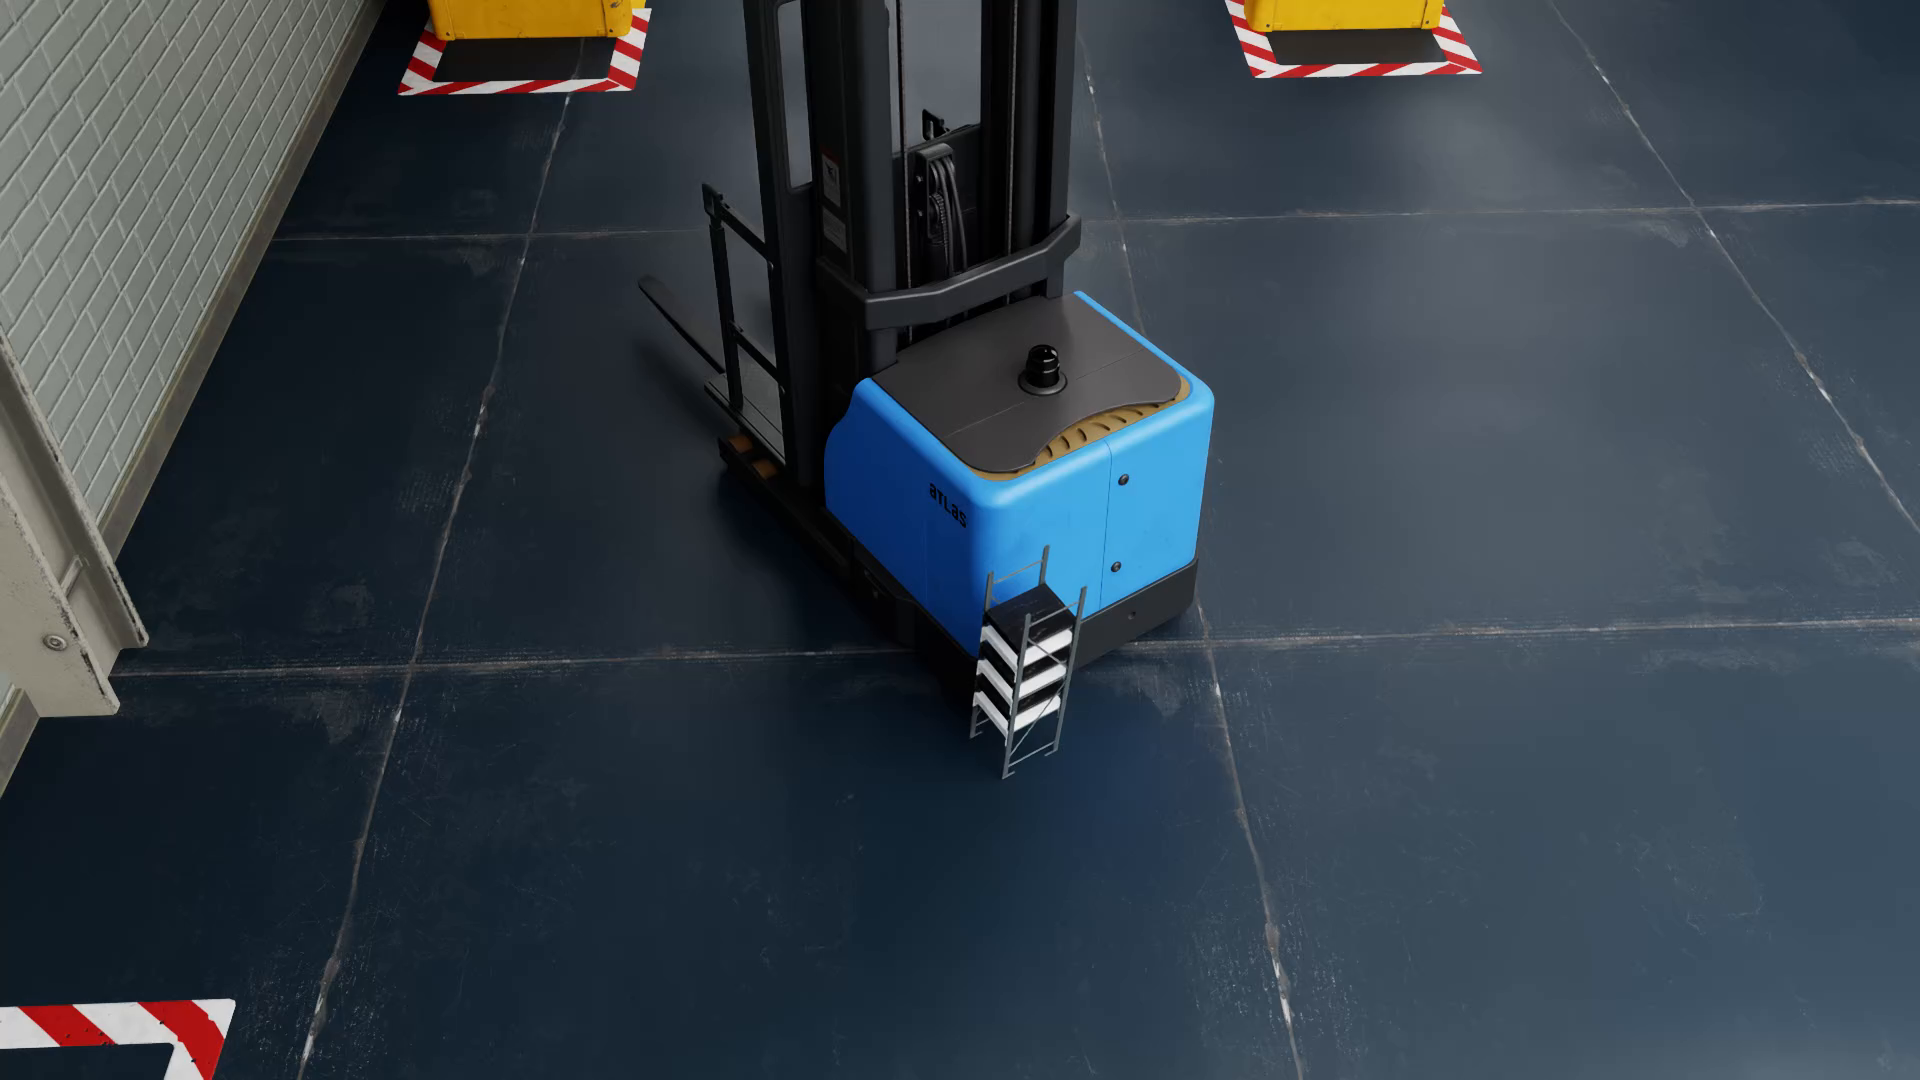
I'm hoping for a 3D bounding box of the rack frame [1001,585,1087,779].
[{"bbox_3d":[0.274,0.492,5.550,0.240,0.900,0.006,-25,54,-24],"label":"rack frame"}]

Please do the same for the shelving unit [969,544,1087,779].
[{"bbox_3d":[0.218,0.427,5.604,0.258,0.900,0.210,-25,54,-24],"label":"shelving unit"}]

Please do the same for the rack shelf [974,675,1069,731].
[{"bbox_3d":[0.210,0.510,5.696,0.258,0.077,0.200,-25,54,-24],"label":"rack shelf"}]

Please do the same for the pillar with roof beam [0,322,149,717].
[{"bbox_3d":[1.063,-2.935,3.292,9.100,9.000,0.400,-2,43,-2],"label":"pillar with roof beam"}]

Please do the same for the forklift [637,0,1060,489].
[{"bbox_3d":[-0.352,-1.430,6.141,1.110,2.935,3.031,-25,48,-25],"label":"forklift"}]

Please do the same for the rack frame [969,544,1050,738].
[{"bbox_3d":[0.161,0.362,5.658,0.240,0.900,0.006,-25,54,-24],"label":"rack frame"}]

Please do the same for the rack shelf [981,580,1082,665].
[{"bbox_3d":[0.233,0.269,5.429,0.258,0.077,0.200,-25,54,-24],"label":"rack shelf"}]

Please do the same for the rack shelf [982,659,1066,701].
[{"bbox_3d":[0.217,0.436,5.614,0.221,0.026,0.190,-25,54,-24],"label":"rack shelf"}]

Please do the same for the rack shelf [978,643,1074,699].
[{"bbox_3d":[0.221,0.389,5.562,0.258,0.077,0.200,-25,54,-24],"label":"rack shelf"}]

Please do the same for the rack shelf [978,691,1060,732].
[{"bbox_3d":[0.205,0.556,5.747,0.221,0.026,0.190,-25,54,-24],"label":"rack shelf"}]

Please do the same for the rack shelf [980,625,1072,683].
[{"bbox_3d":[0.227,0.329,5.496,0.258,0.077,0.200,-25,54,-24],"label":"rack shelf"}]

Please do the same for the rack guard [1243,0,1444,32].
[{"bbox_3d":[2.351,-3.410,10.100,1.175,0.500,0.348,-2,43,-2],"label":"rack guard"}]
